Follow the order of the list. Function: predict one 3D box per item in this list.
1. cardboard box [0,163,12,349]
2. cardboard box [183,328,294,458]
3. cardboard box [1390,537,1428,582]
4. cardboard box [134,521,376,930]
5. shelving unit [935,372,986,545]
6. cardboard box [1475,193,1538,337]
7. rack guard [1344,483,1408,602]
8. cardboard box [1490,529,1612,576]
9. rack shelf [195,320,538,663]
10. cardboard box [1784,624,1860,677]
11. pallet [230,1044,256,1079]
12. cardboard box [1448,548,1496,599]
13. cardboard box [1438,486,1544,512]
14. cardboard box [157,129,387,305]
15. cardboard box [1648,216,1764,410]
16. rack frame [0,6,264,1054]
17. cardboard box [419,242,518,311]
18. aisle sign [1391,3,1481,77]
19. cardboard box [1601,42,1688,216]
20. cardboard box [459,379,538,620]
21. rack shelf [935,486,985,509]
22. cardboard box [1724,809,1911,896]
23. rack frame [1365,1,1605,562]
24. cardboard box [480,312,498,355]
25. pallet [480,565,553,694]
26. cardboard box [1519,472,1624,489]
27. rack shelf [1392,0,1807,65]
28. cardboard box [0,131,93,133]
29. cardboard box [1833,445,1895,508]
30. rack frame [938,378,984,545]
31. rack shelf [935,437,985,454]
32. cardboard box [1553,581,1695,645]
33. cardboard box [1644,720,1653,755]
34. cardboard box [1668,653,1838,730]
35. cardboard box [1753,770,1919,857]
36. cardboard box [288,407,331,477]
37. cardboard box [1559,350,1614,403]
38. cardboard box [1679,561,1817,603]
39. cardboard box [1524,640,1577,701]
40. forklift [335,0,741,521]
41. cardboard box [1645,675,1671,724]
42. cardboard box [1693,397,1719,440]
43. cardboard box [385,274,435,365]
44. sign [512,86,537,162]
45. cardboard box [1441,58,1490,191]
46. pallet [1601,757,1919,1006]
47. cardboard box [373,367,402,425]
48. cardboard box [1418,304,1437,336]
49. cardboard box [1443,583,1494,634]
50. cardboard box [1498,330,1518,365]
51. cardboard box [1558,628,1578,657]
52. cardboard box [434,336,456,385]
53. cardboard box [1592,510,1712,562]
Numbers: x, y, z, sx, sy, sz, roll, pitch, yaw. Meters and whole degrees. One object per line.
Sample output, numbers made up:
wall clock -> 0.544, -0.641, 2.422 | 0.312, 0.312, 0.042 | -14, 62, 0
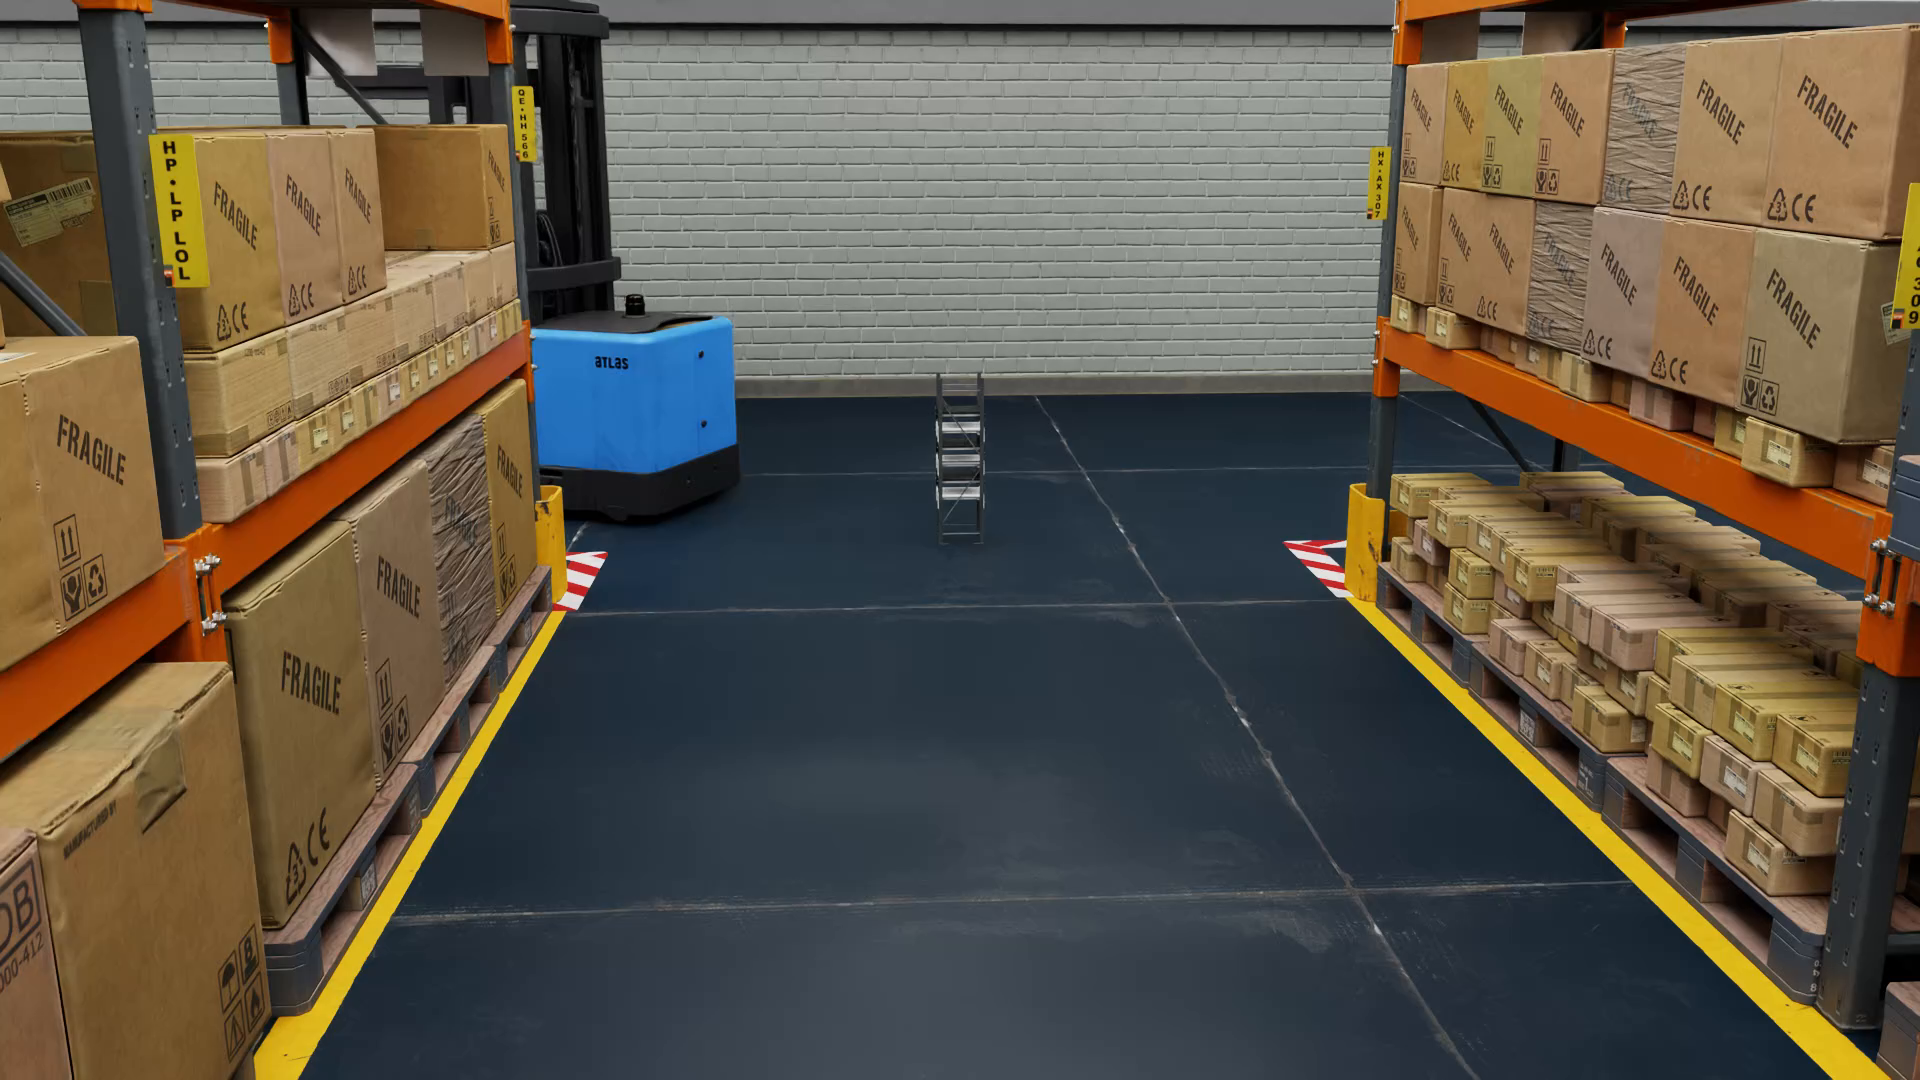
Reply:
cardboard box -> -2.193, -0.556, 2.953 | 0.797, 0.503, 0.637 | -1, 14, -5
cardboard box -> -2.009, -0.373, 4.159 | 0.500, 0.250, 0.500 | -1, 14, -4
cardboard box -> 2.181, 0.086, 7.551 | 0.380, 0.149, 0.250 | -1, 14, -2
cardboard box -> -2.202, 0.480, 4.563 | 0.875, 0.875, 0.875 | -1, 14, -3
shelving unit -> 0.000, -0.438, 8.922 | 0.258, 0.900, 0.210 | -1, 14, -3
cardboard box -> 2.296, -1.048, 6.284 | 0.500, 0.500, 0.500 | -1, 14, -3
rack guard -> 2.472, 0.003, 8.012 | 1.175, 0.500, 0.348 | -1, 14, -3
cardboard box -> 2.292, 0.059, 6.462 | 0.380, 0.149, 0.250 | 0, 14, -1
rack shelf -> -2.365, -0.329, 5.730 | 1.077, 0.370, 4.000 | -1, 14, -3
cardboard box -> 2.839, 0.372, 5.244 | 0.380, 0.149, 0.250 | -1, 14, -5
pallet -> -2.118, 1.361, 3.314 | 1.003, 0.211, 1.213 | -1, 14, -3
cardboard box -> 2.216, 0.135, 6.764 | 0.380, 0.149, 0.250 | 0, 14, -2
cardboard box -> 2.298, -0.135, 7.216 | 0.380, 0.149, 0.250 | -1, 14, -2
cardboard box -> -2.075, -0.990, 5.053 | 0.500, 0.500, 0.500 | -1, 14, -5
cardboard box -> 2.373, -0.669, 4.810 | 0.500, 0.500, 0.500 | -1, 14, -5
rack frame -> -2.241, -0.180, 3.707 | 1.000, 3.000, 0.127 | -1, 14, -3
cardboard box -> -2.194, -1.130, 7.103 | 0.500, 0.250, 0.500 | -1, 14, -4
aisle sign -> 2.164, -2.499, 7.502 | 0.394, 0.787, 0.004 | -1, 14, -3
cardboard box -> 2.362, -1.277, 5.166 | 0.500, 0.500, 0.500 | -1, 14, -2
cardboard box -> -2.369, -0.192, 7.172 | 0.875, 0.875, 0.875 | -1, 14, -3
rack shelf -> 0.000, -0.231, 8.975 | 0.258, 0.077, 0.200 | -1, 14, -3
cardboard box -> 2.351, 0.853, 4.569 | 0.380, 0.149, 0.250 | -1, 14, -3
rack frame -> 2.468, -1.227, 7.774 | 1.000, 3.000, 0.127 | -1, 14, -3
cardboard box -> -2.106, -0.843, 6.786 | 0.380, 0.149, 0.250 | -1, 14, -3
pallet -> -2.361, 0.373, 7.153 | 1.003, 0.211, 1.213 | -1, 14, -3
cardboard box -> 2.753, -0.210, 7.506 | 0.380, 0.149, 0.250 | -1, 14, -3
rack shelf -> 2.592, -1.833, 5.556 | 1.077, 0.370, 4.000 | -1, 14, -3
cardboard box -> -2.563, -0.850, 4.508 | 0.500, 0.500, 0.500 | -1, 14, -3
cardboard box -> 2.464, -0.178, 4.201 | 0.380, 0.149, 0.250 | -1, 14, -4
rack frame -> 0.006, -0.413, 8.824 | 0.240, 0.900, 0.006 | -1, 14, -3
rack shelf -> 0.000, -0.493, 8.908 | 0.258, 0.077, 0.200 | -1, 14, -3
cardboard box -> 2.280, 0.250, 5.721 | 0.380, 0.149, 0.250 | -1, 14, -5
cardboard box -> 2.443, 0.655, 5.338 | 0.380, 0.149, 0.250 | -1, 14, -5
cardboard box -> 2.356, 0.448, 4.949 | 0.380, 0.149, 0.250 | -1, 14, -4
cardboard box -> 2.379, 0.728, 4.459 | 0.380, 0.149, 0.250 | -1, 14, -2
cardboard box -> -1.961, -0.268, 4.553 | 0.380, 0.149, 0.250 | 0, 14, -2
cardboard box -> 2.296, -0.565, 5.708 | 0.380, 0.149, 0.250 | -1, 14, -2
cardboard box -> 2.830, 0.179, 5.994 | 0.380, 0.149, 0.250 | -1, 14, -3
cardboard box -> 2.290, 0.470, 6.057 | 0.380, 0.149, 0.250 | -1, 14, -3
forklift -> -2.903, -1.738, 9.900 | 3.031, 2.935, 1.130 | 6, 16, 21
cardboard box -> 2.398, 0.531, 5.226 | 0.380, 0.149, 0.250 | -1, 14, -3
cardboard box -> 2.435, -0.372, 4.958 | 0.380, 0.149, 0.250 | -1, 14, -5
cardboard box -> -2.095, -0.748, 5.617 | 0.500, 0.250, 0.500 | -1, 14, -3
sign -> -1.946, -1.855, 7.419 | 0.100, 0.325, 0.005 | -1, 14, -3
cardboard box -> 2.268, -1.662, 6.662 | 0.500, 0.500, 0.500 | 0, 14, -2
pallet -> 2.639, 0.952, 4.902 | 1.003, 0.211, 1.213 | -1, 14, -3
cardboard box -> -2.008, -0.460, 5.297 | 0.380, 0.149, 0.250 | -1, 14, -3
cardboard box -> 2.218, -0.957, 7.229 | 0.380, 0.149, 0.250 | 0, 14, -1
cardboard box -> 2.207, 0.277, 6.810 | 0.380, 0.149, 0.250 | -1, 14, -3
cardboard box -> 2.326, -0.759, 6.459 | 0.380, 0.149, 0.250 | -1, 14, -4
cardboard box -> 2.392, 0.334, 5.992 | 0.380, 0.149, 0.250 | 0, 14, -1
cardboard box -> -2.057, -0.651, 6.043 | 0.380, 0.149, 0.250 | -1, 14, -3
cardboard box -> 2.807, -0.018, 6.763 | 0.380, 0.149, 0.250 | -1, 15, -6
